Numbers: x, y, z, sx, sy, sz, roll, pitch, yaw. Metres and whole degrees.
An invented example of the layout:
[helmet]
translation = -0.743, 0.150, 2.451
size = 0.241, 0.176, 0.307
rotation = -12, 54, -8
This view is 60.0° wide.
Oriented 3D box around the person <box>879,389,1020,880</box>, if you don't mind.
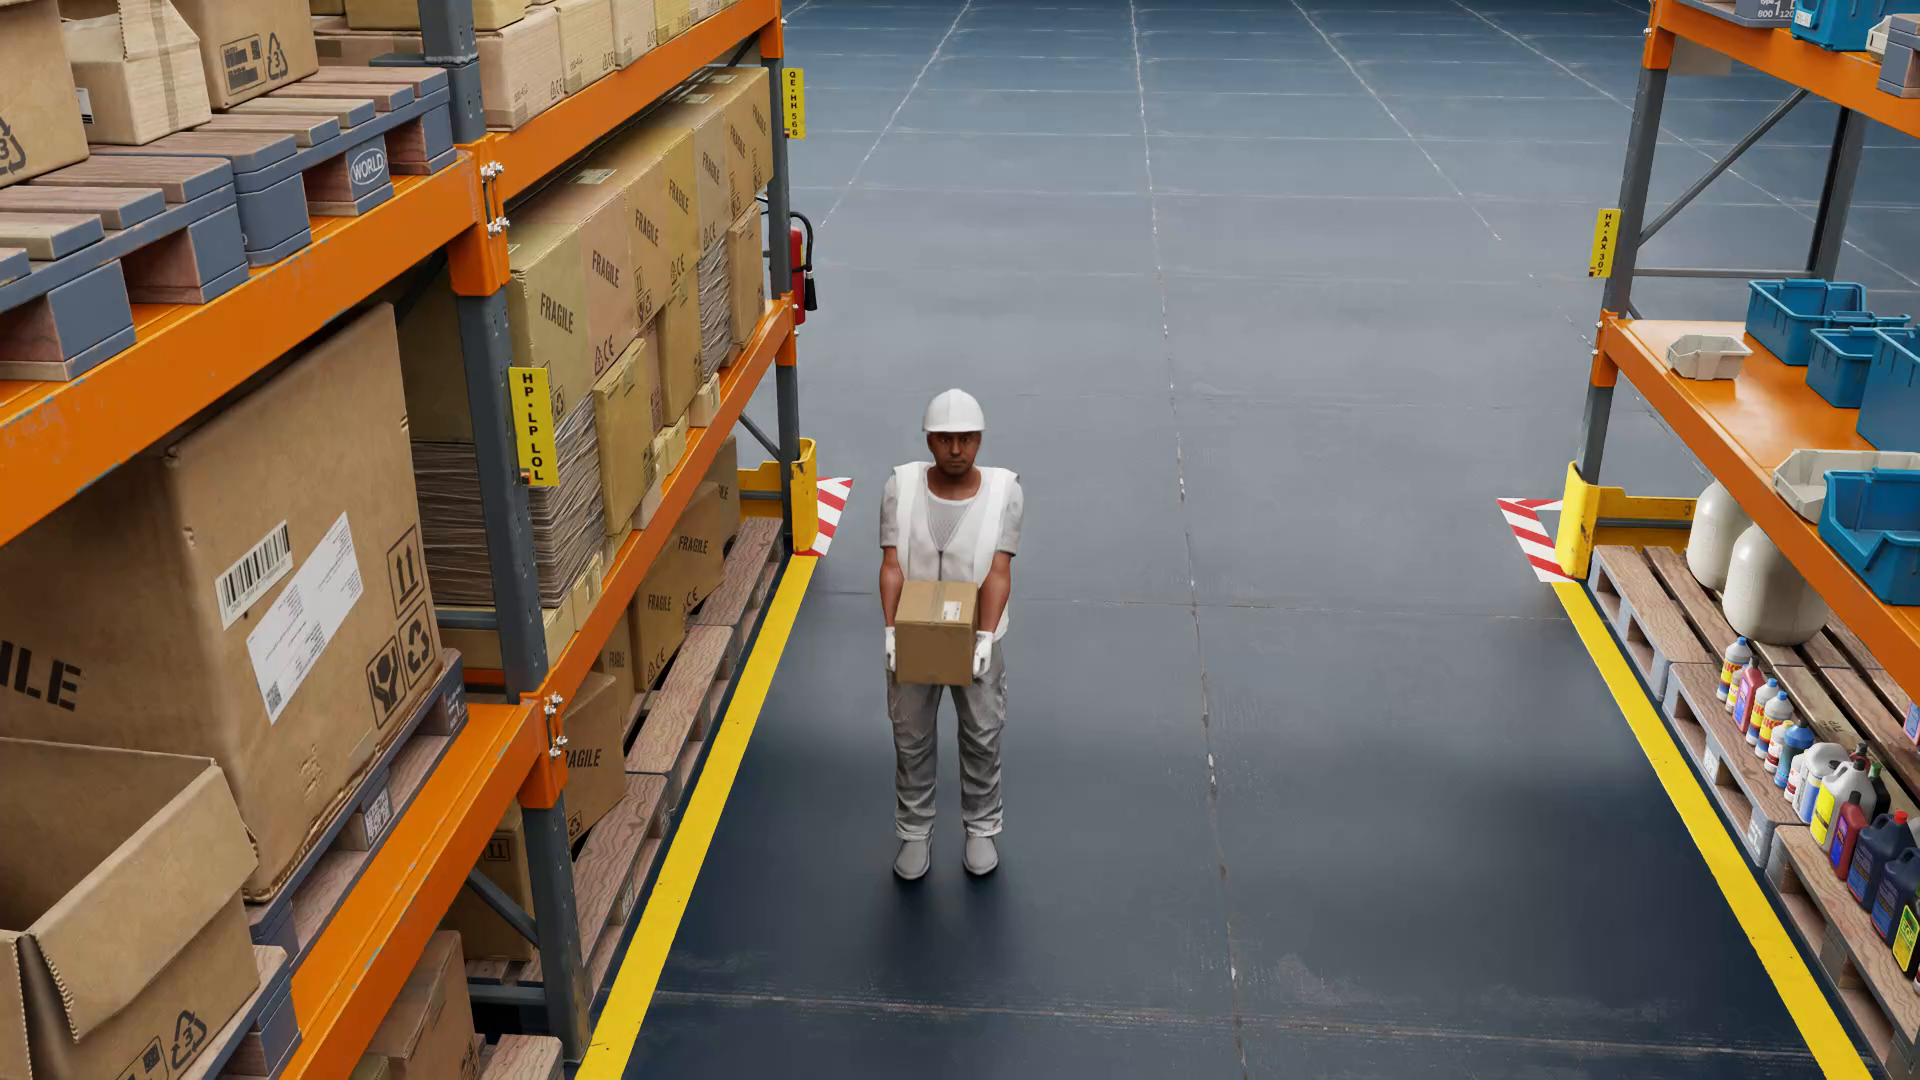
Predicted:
[person]
translation = -0.045, 0.376, 5.752
size = 0.455, 1.778, 0.573
rotation = 2, 24, 5
